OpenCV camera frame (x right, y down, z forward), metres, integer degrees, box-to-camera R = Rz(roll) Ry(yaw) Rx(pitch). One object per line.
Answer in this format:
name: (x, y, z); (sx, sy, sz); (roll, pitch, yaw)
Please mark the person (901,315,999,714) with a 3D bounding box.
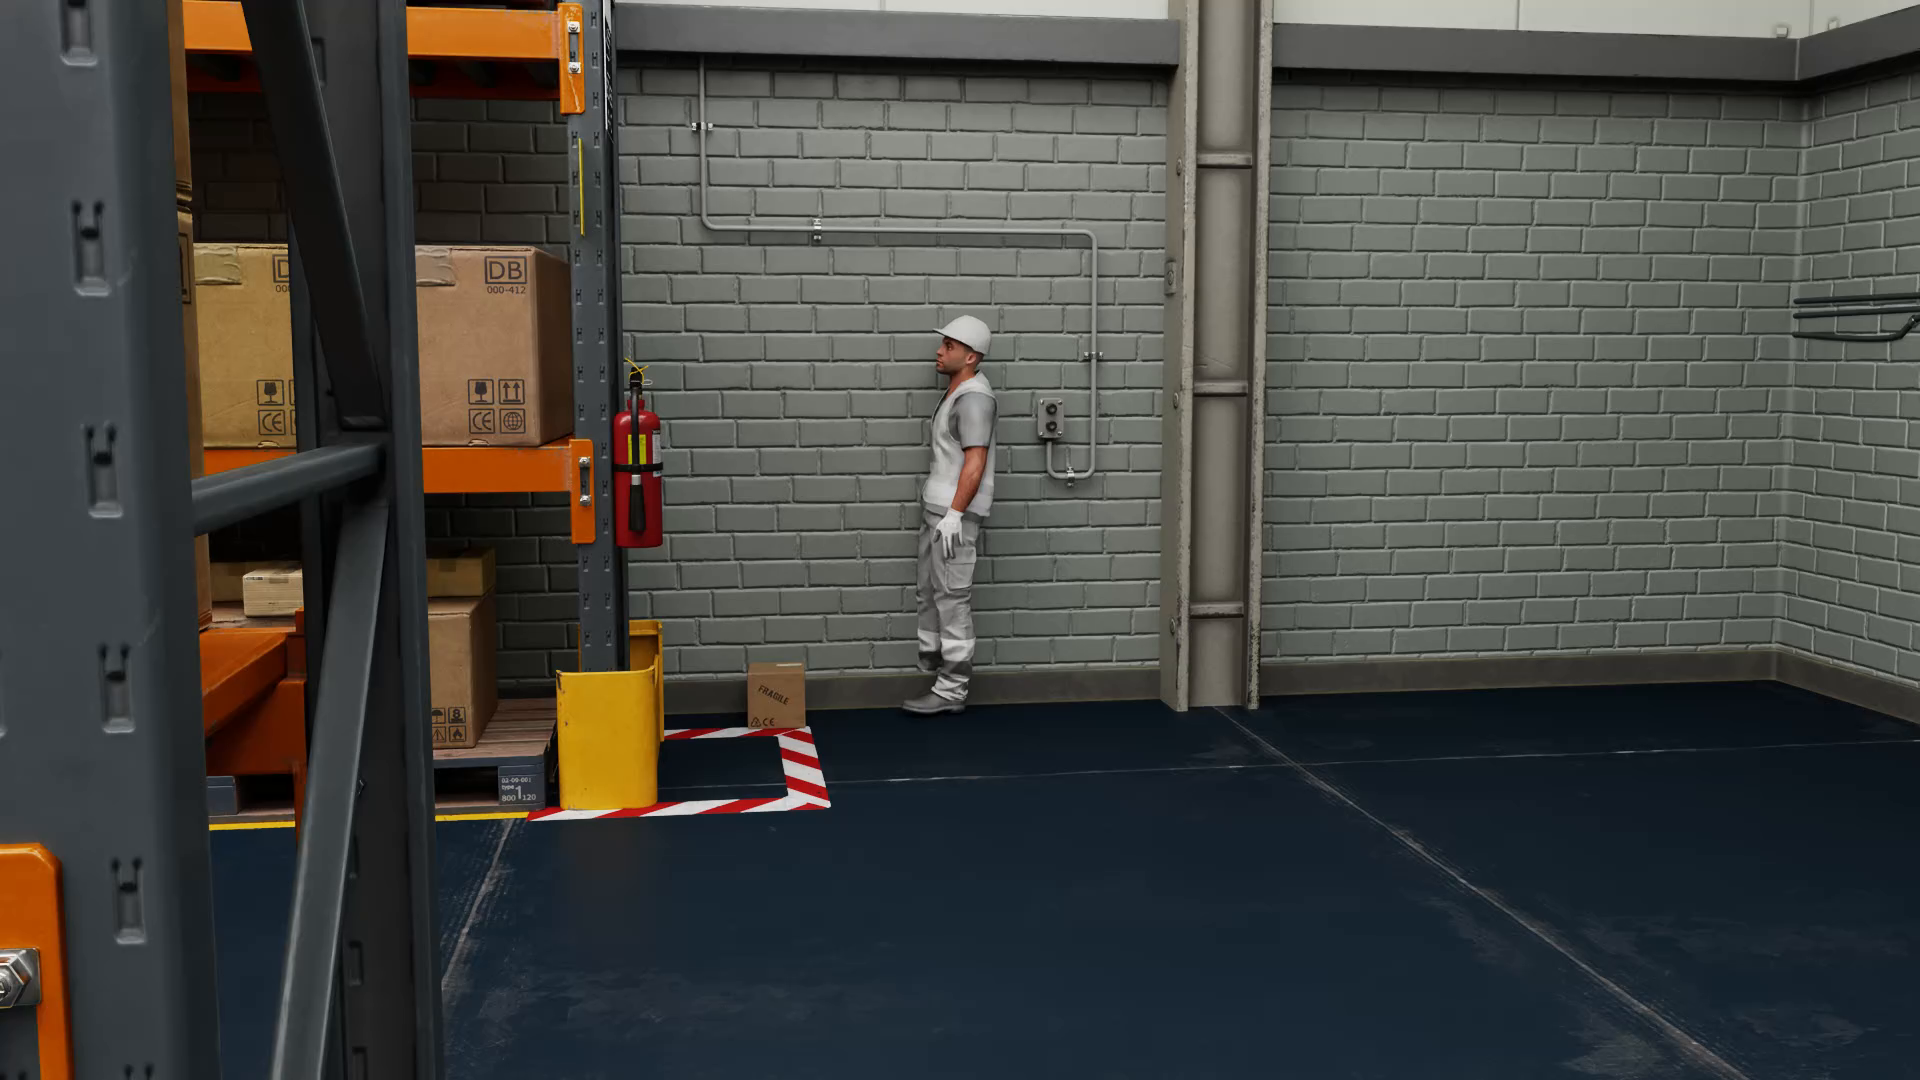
person: (-0.113, -0.108, 7.487); (0.562, 1.790, 0.638); (-1, 6, -8)
